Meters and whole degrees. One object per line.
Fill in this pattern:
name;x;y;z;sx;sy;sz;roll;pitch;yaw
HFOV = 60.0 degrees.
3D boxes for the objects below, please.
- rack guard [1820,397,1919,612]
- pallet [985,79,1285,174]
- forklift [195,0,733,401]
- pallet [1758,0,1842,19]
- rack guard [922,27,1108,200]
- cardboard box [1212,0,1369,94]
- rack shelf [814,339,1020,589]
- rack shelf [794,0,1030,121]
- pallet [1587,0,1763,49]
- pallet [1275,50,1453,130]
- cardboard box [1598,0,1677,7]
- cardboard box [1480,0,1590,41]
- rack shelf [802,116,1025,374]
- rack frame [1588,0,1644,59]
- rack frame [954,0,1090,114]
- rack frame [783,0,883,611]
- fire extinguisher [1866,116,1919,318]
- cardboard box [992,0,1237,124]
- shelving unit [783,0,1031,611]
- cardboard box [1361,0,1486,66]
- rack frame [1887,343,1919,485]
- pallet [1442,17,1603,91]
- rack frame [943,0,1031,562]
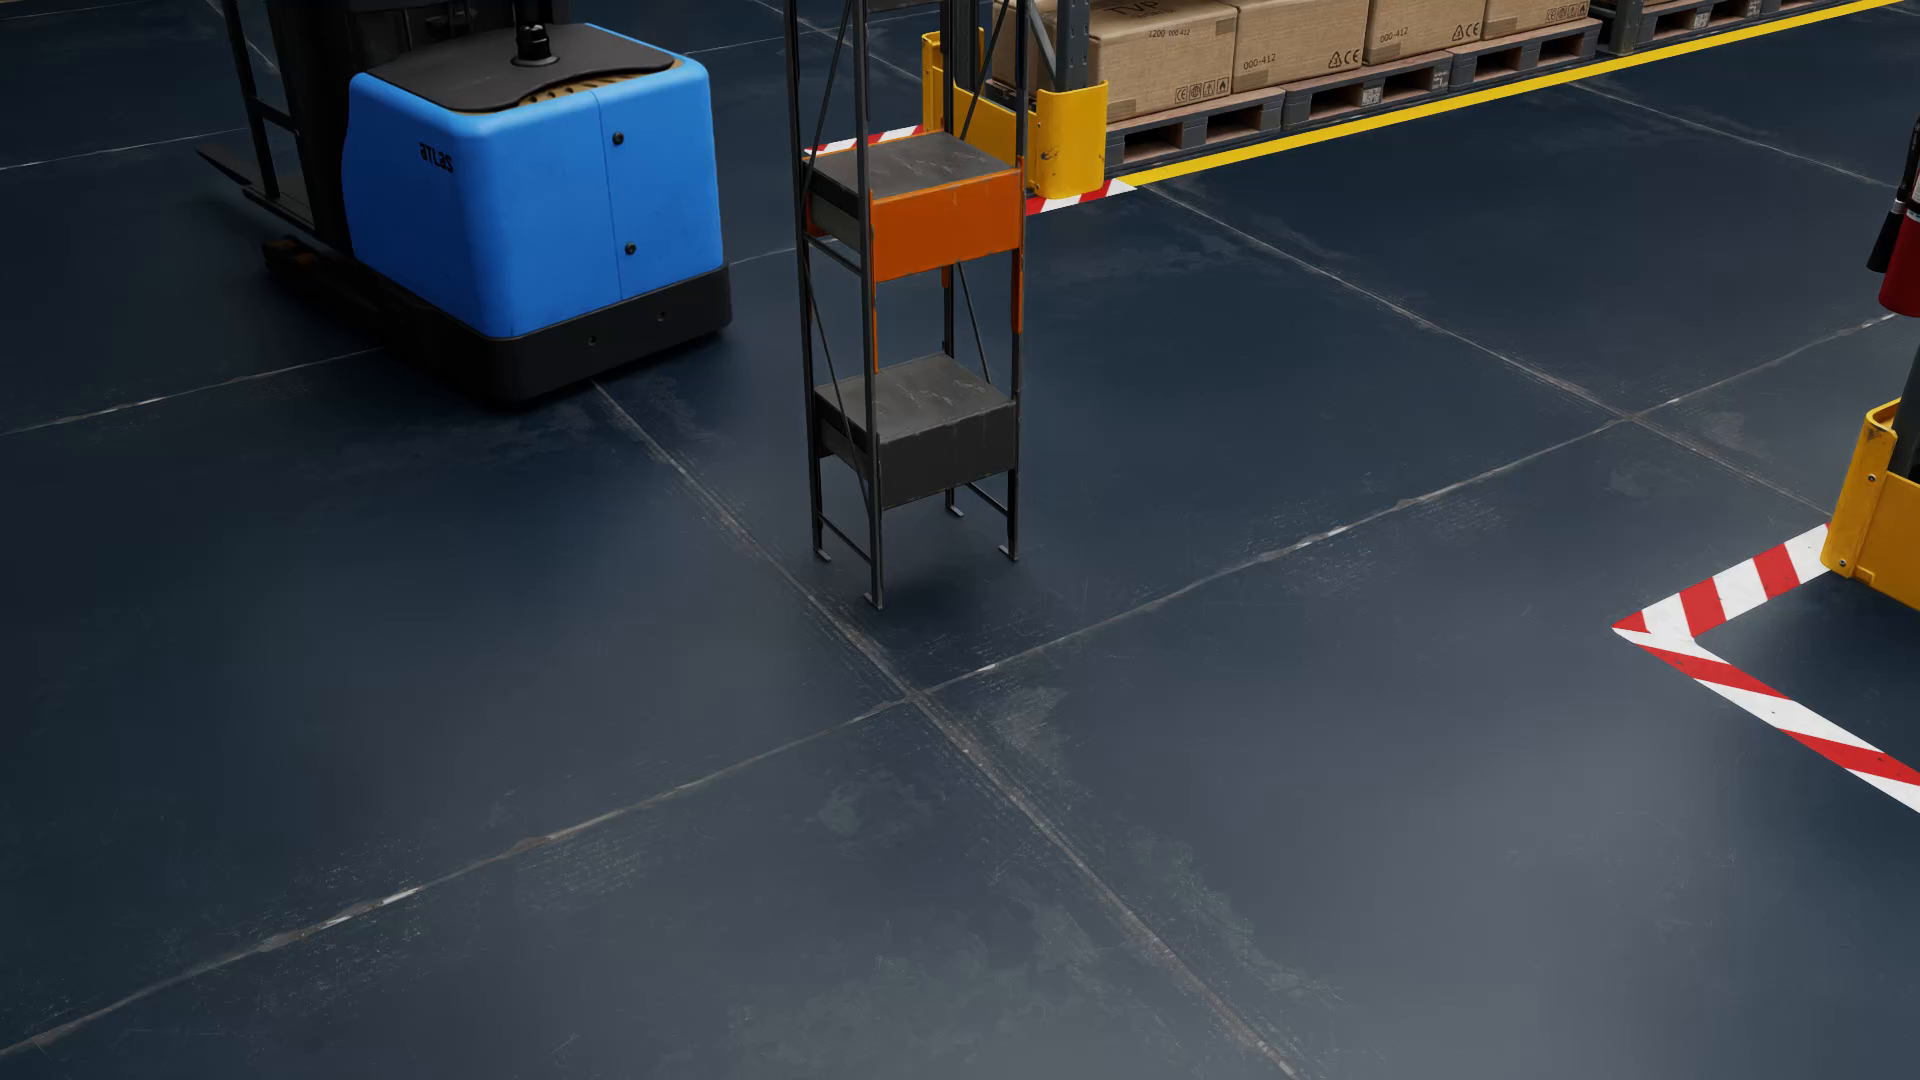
rack guard;3.097;0.062;4.683;0.348;0.500;1.175;-19;37;-27
pallet;0.896;-2.251;8.620;1.213;0.211;1.003;-19;37;-27
forklift;-2.269;-2.422;6.343;1.130;2.935;3.031;-27;41;-36
pallet;5.263;-3.752;11.001;1.213;0.211;1.003;-19;37;-27
rack guard;0.246;-2.100;8.110;0.348;0.500;1.175;-19;37;-27
cardboard box;1.532;-2.762;8.824;0.875;0.438;0.875;-18;36;-26
rack shelf;-0.139;-0.237;4.995;0.480;0.518;0.431;-19;37;-27
rack shelf;-0.139;-1.421;4.248;0.480;0.518;0.431;-19;37;-27
pallet;4.236;-3.398;10.438;1.213;0.211;1.003;-19;37;-27
pallet;1.921;-2.601;9.176;1.213;0.211;1.003;-19;37;-27
cardboard box;4.106;-3.814;10.083;0.875;0.875;0.875;-18;36;-26
cardboard box;3.043;-3.281;9.647;0.875;0.438;0.875;-20;37;-28
rack shelf;-0.139;-0.829;4.621;0.480;0.518;0.431;-19;37;-27
rack frame;3.629;-4.320;9.287;0.127;3.000;1.000;-19;37;-27
rack frame;0.267;-3.164;7.454;0.127;3.000;1.000;-19;37;-27
rack frame;-0.344;-0.770;4.502;0.015;2.100;0.400;-19;37;-27
fire extinguisher;2.572;-0.917;4.314;0.183;0.674;0.296;-19;37;-27
cardboard box;0.767;-2.493;8.399;0.875;0.438;0.875;-20;38;-29
shelving unit;-0.139;-0.840;4.614;0.503;2.100;0.431;-19;37;-27
cardboard box;2.291;-3.022;9.236;0.875;0.438;0.875;-20;37;-29
rack frame;3.034;-0.973;3.981;0.127;3.000;1.000;-19;37;-27
pallet;2.947;-2.956;9.738;1.213;0.211;1.003;-19;37;-27
rack frame;0.066;-0.911;4.726;0.015;2.100;0.400;-19;37;-27
